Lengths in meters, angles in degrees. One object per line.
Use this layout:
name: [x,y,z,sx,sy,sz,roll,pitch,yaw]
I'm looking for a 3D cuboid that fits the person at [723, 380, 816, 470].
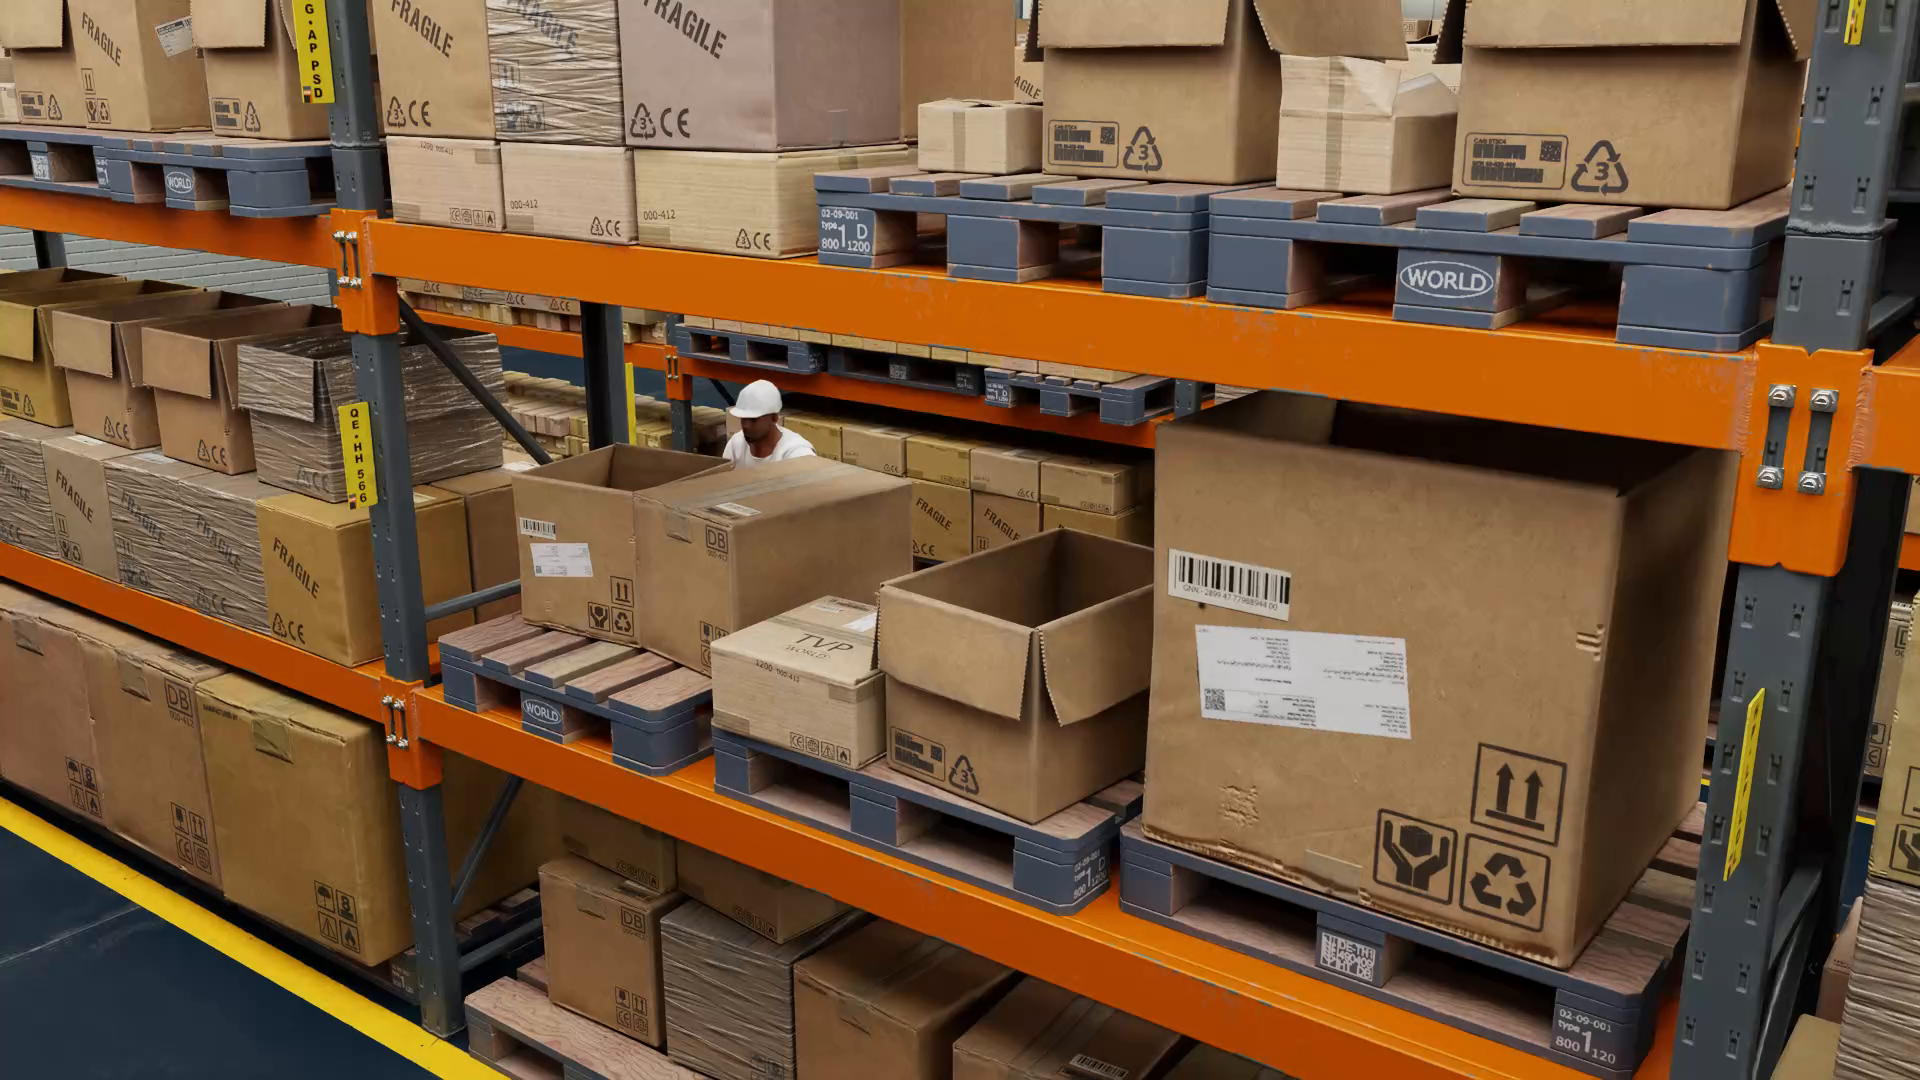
person: [-0.955,0.062,8.294,0.636,1.761,0.454,11,20,32]
